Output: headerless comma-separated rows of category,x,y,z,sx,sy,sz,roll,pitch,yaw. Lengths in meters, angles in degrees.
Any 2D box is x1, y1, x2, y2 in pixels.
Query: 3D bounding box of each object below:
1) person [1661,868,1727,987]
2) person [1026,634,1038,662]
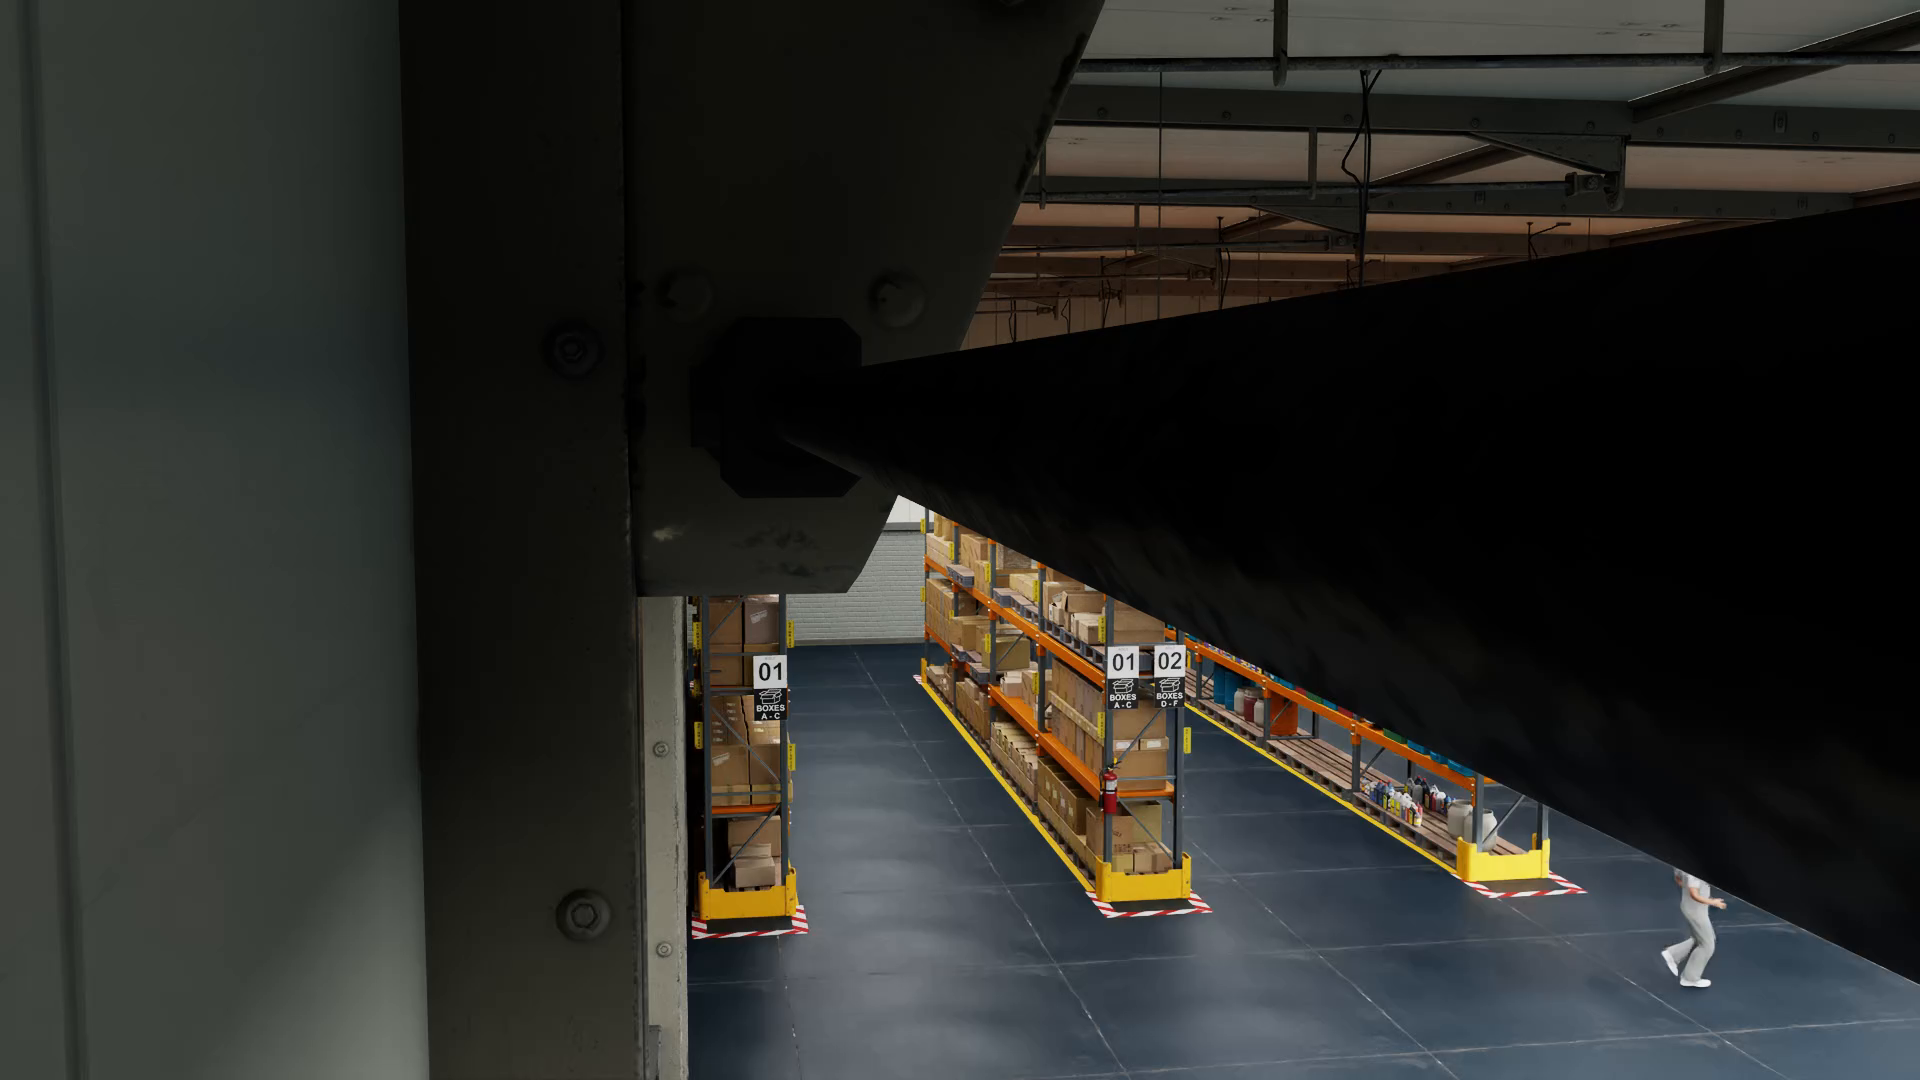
person,7.823,3.958,17.719,0.584,1.620,0.561,1,5,11
person,1.542,2.251,36.600,0.656,1.712,0.871,-4,6,-38
